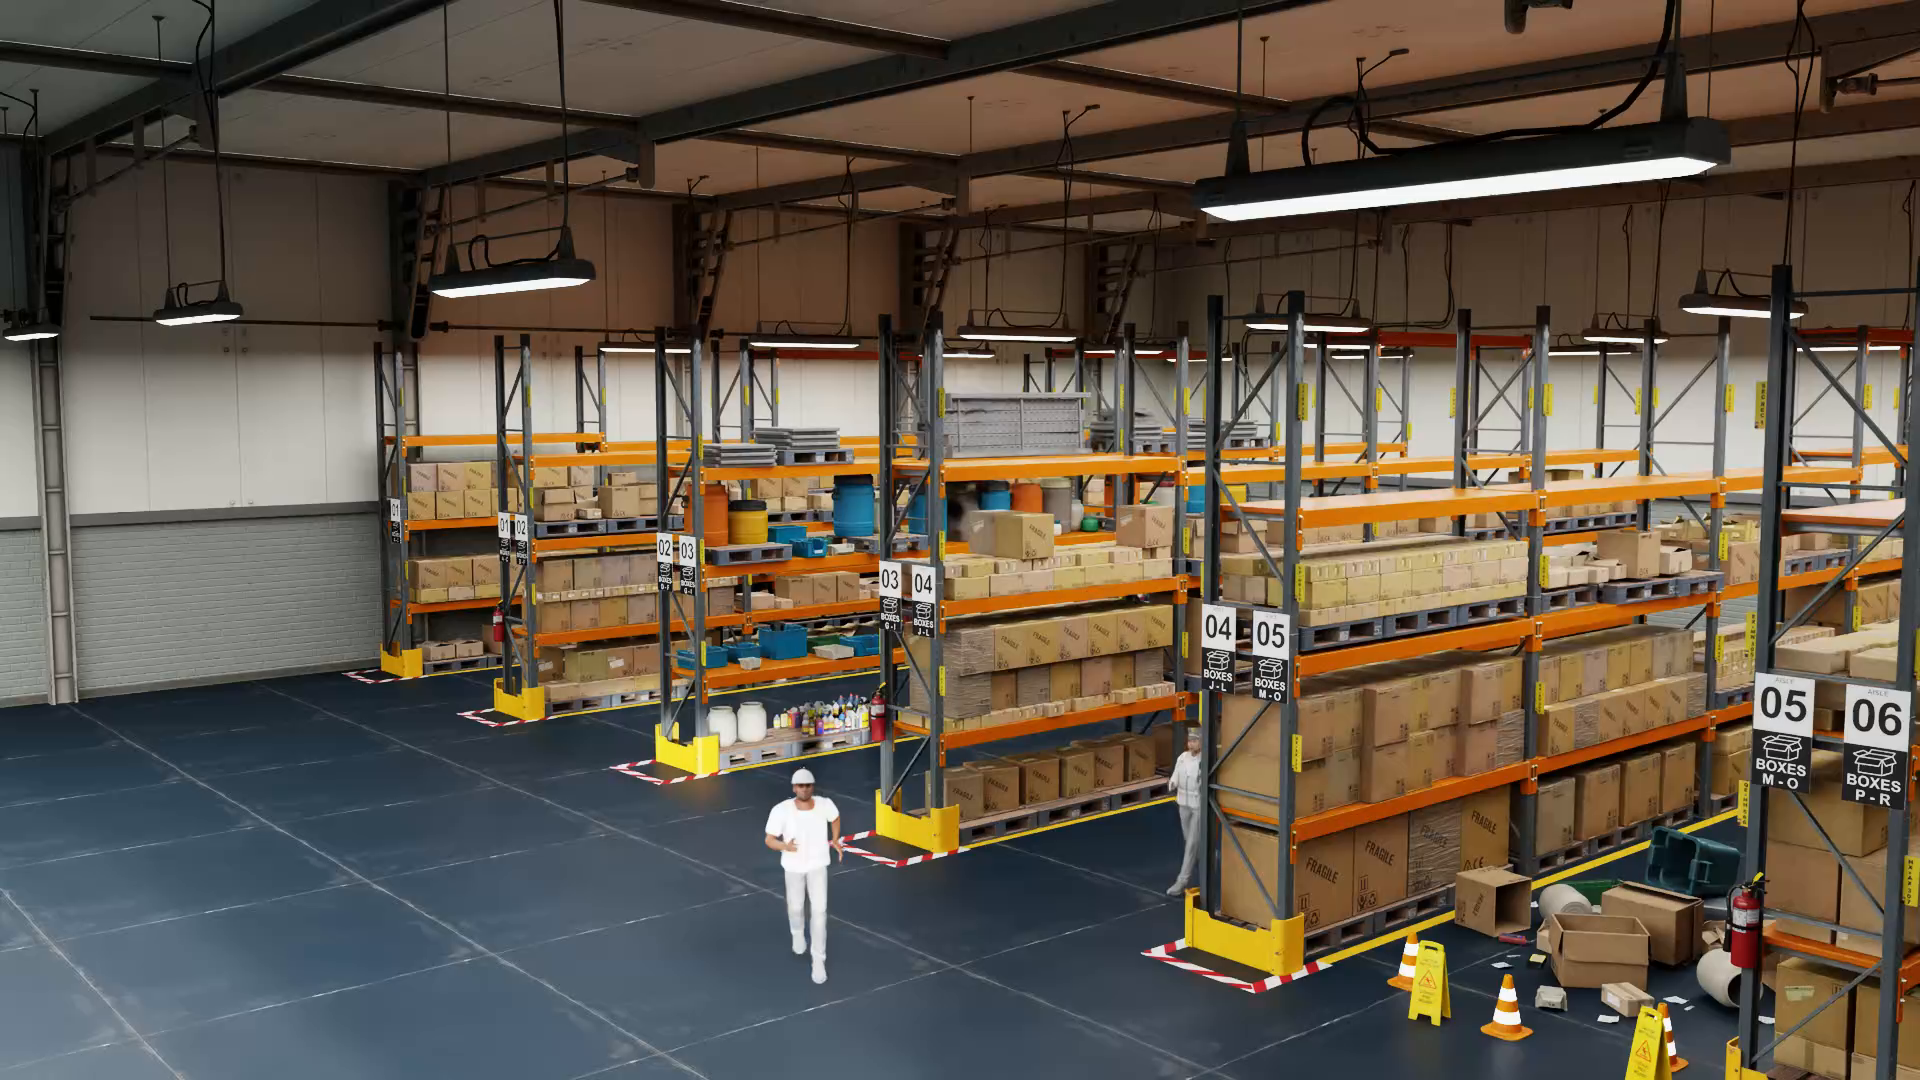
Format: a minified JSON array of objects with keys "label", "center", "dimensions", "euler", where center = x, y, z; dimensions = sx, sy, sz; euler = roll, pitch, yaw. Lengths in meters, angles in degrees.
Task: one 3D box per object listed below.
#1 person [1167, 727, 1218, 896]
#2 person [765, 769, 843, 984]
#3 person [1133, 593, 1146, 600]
[{"label":"person","center":[2.416,2.735,17.081],"dimensions":[0.617,1.667,0.957],"euler":[5,7,41]},{"label":"person","center":[-1.381,2.917,14.776],"dimensions":[0.689,1.796,0.928],"euler":[-1,5,-9]},{"label":"person","center":[3.606,1.382,32.632],"dimensions":[0.580,1.680,0.685],"euler":[5,7,44]}]
